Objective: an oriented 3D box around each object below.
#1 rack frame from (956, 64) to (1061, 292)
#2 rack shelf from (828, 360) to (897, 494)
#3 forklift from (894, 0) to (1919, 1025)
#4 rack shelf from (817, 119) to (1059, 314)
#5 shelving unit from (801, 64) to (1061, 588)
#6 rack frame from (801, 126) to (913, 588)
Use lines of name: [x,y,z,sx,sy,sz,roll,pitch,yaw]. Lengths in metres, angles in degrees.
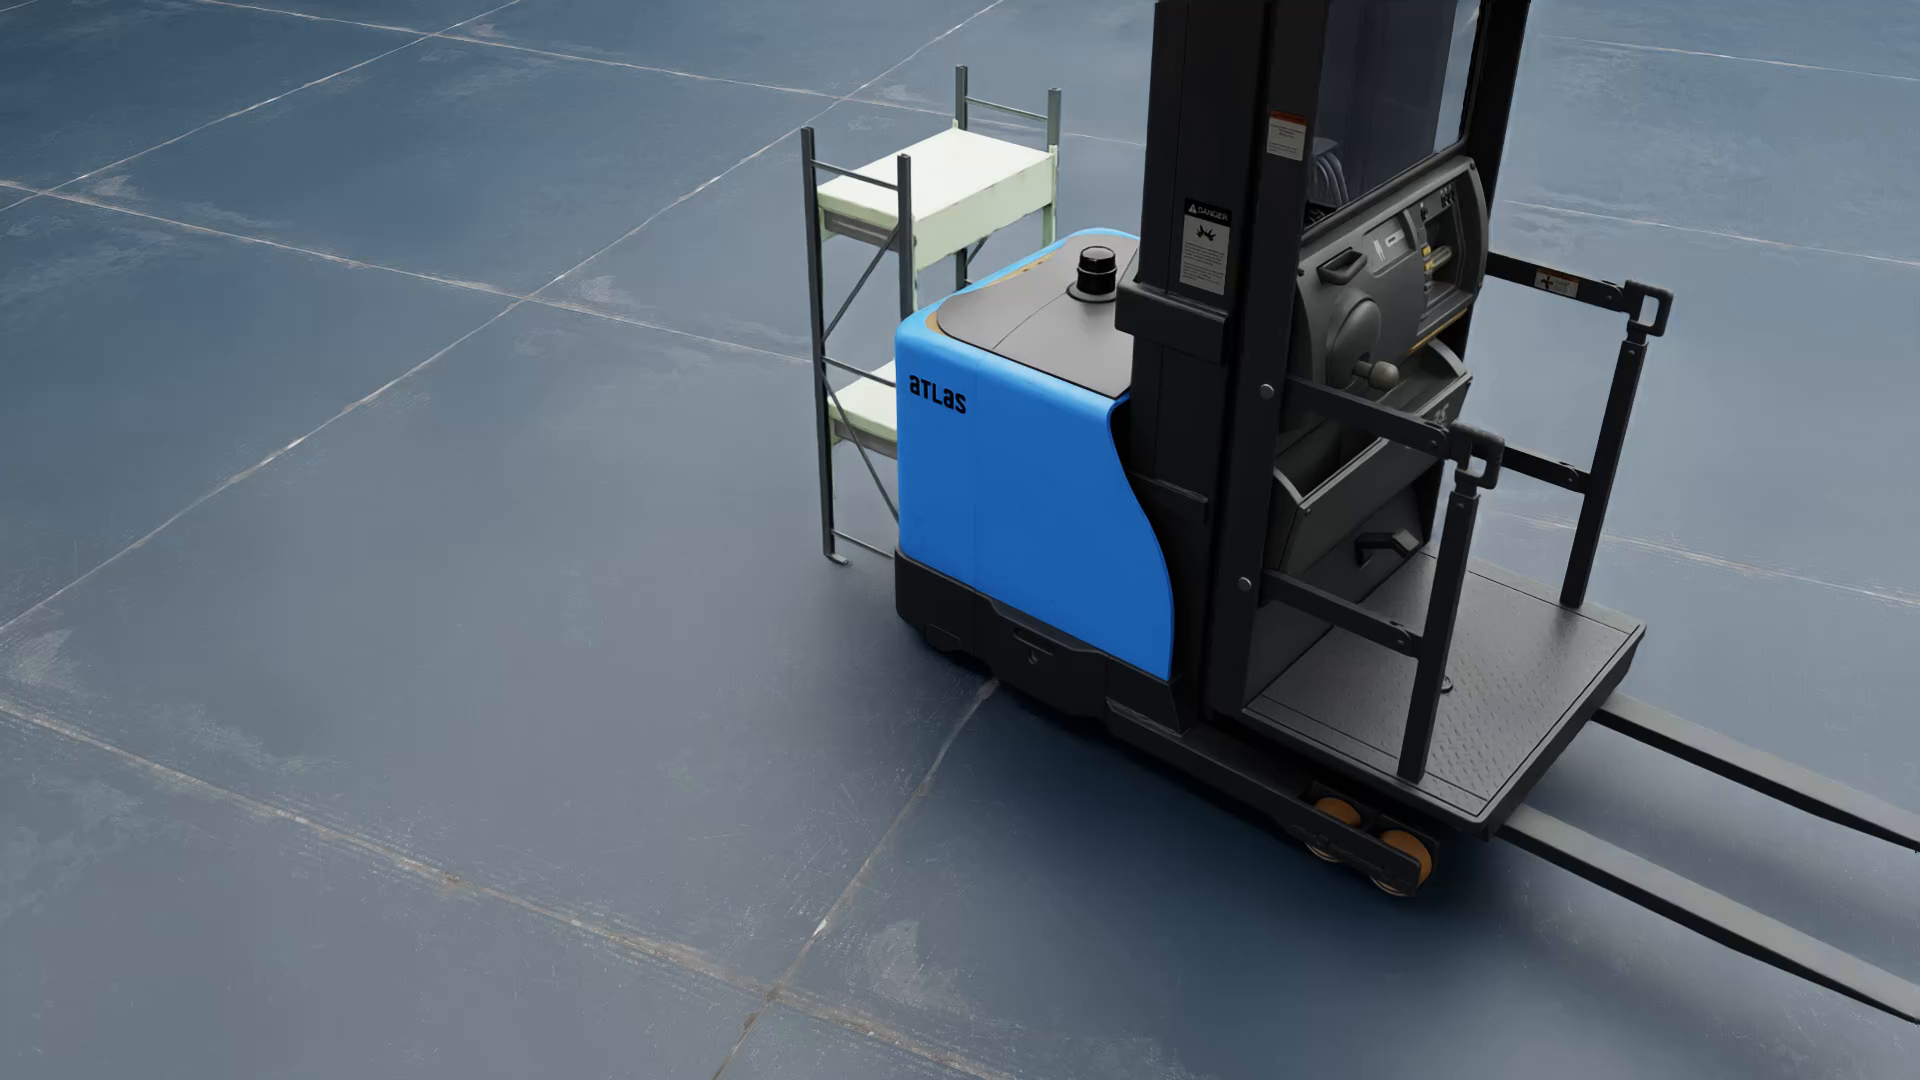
rack frame: [0.150,-0.830,5.648,0.400,1.500,0.023,23,40,31]
rack shelf: [-0.076,-0.399,5.585,0.431,0.370,0.720,23,40,31]
forklift: [1.248,-0.629,4.036,3.031,2.935,1.130,25,41,33]
rack shelf: [-0.076,-0.998,5.192,0.431,0.370,0.720,23,40,31]
shelving unit: [-0.076,-0.672,5.406,0.431,1.500,0.755,23,40,31]
rack frame: [-0.301,-0.513,5.165,0.400,1.500,0.023,23,40,31]
